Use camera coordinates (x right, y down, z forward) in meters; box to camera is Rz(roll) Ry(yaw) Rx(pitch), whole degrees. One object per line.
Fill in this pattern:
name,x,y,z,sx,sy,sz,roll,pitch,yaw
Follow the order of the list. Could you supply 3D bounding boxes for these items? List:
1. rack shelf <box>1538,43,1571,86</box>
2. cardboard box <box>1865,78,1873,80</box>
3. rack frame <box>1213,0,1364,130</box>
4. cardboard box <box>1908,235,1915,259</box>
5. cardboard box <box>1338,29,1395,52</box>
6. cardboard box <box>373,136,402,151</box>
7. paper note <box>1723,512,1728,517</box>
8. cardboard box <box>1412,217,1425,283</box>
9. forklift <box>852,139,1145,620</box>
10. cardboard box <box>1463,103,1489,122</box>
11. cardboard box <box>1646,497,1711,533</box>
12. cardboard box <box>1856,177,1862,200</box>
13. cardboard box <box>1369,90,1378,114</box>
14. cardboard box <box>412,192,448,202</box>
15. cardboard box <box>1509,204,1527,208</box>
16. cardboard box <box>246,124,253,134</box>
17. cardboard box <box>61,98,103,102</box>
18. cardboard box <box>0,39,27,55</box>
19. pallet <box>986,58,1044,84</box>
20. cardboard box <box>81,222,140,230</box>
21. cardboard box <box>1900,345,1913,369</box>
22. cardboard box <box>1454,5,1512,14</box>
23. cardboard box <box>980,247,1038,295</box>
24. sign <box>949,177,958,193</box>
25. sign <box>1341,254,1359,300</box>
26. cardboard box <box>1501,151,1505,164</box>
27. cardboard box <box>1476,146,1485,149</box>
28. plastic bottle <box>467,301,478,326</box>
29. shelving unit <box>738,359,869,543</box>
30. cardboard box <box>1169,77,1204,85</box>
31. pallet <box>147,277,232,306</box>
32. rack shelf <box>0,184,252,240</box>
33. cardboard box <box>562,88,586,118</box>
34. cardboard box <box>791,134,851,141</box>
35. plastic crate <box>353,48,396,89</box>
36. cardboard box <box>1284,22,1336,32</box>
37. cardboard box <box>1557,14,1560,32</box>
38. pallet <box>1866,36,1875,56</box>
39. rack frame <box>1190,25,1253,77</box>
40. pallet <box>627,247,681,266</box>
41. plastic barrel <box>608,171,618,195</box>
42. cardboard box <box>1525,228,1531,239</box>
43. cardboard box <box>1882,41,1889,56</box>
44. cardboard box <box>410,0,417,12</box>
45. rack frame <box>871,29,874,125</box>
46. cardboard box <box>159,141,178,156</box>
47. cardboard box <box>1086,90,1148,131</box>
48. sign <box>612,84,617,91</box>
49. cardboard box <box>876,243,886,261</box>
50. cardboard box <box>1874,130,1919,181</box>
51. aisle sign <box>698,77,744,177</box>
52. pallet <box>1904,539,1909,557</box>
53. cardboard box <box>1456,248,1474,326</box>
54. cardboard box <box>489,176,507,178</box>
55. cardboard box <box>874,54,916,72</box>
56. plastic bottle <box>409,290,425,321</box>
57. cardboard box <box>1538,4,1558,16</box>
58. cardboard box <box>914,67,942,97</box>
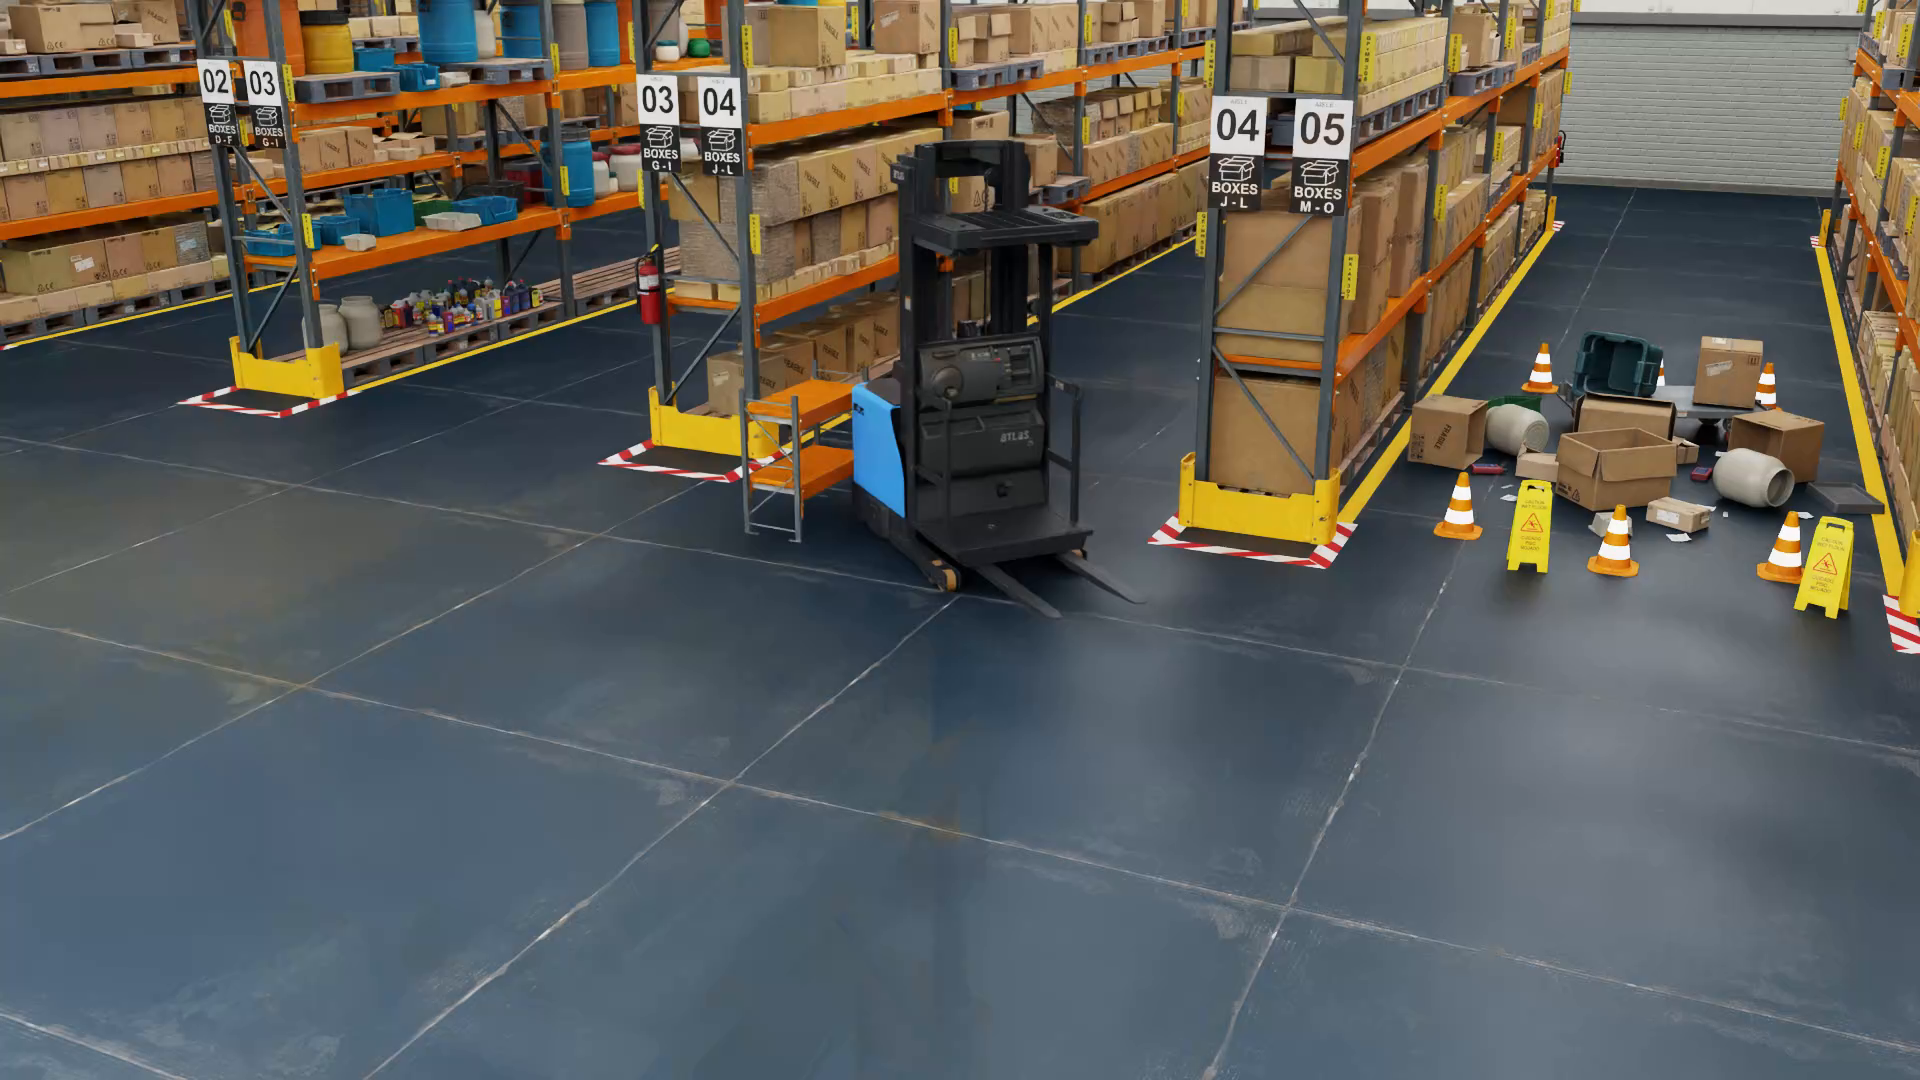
rack shelf,8.008,-6.863,23.886,1.077,0.370,4.000,9,21,23
cardboard box,12.944,-6.415,23.420,0.380,0.149,0.250,9,22,24
rack frame,2.275,-4.335,11.229,1.000,3.000,0.127,9,21,23
cardboard box,8.450,-2.641,14.198,0.500,0.500,0.500,8,21,22
cardboard box,3.014,-3.714,12.369,0.380,0.149,0.250,9,21,23
cardboard box,-8.512,-5.737,24.257,0.500,0.311,0.500,8,21,22
paper note,5.996,-0.202,13.021,0.032,0.001,0.123,9,21,23
cardboard box,3.773,-2.688,15.325,0.875,0.550,0.550,9,21,23
forklift,0.246,-1.183,11.421,1.130,2.935,3.031,-9,21,-24
cardboard box,7.135,-6.016,22.823,0.500,0.500,0.500,8,21,21
cardboard box,5.526,-0.195,12.794,0.250,0.149,0.380,-14,24,-33
cardboard box,11.115,-4.201,20.029,0.500,0.250,0.500,8,21,21
cardboard box,2.812,-3.187,12.077,0.380,0.149,0.250,9,21,23
cardboard box,-7.959,-4.999,24.687,0.500,0.311,0.500,9,22,24
cardboard box,8.045,-4.793,24.209,0.380,0.149,0.250,8,21,20
cardboard box,-11.846,-6.810,27.486,0.380,0.149,0.250,9,22,24
cardboard box,-13.163,-6.430,25.266,0.700,0.500,0.500,9,21,23
cardboard box,-10.602,-5.475,18.449,0.380,0.149,0.250,9,21,23
pallet,0.201,-5.259,18.584,1.213,0.211,1.003,9,21,23
cardboard box,-10.492,-3.654,20.625,0.500,0.500,0.500,9,21,23
cardboard box,7.876,-1.471,13.518,0.380,0.149,0.250,9,21,23
cardboard box,6.437,-6.382,20.681,0.797,0.503,0.637,8,21,22
cardboard box,0.596,-3.316,20.391,0.700,0.500,0.500,7,21,18
sign,-0.073,-3.779,17.325,0.100,0.325,0.005,9,21,23
sign,2.779,-1.876,11.856,0.100,0.325,0.005,9,21,23
cardboard box,6.565,-4.771,20.711,0.380,0.149,0.250,9,22,25
cardboard box,6.129,-4.585,19.746,0.380,0.149,0.250,8,21,22
plastic bottle,-5.436,-2.530,18.522,0.097,0.271,0.097,0,20,0
shelving unit,-1.172,-0.702,12.765,0.538,1.125,1.048,10,22,25
cardboard box,3.696,-7.271,27.099,0.500,0.500,0.500,8,21,21
pallet,-9.971,-3.252,21.298,1.003,0.211,1.213,9,21,23
rack shelf,-10.426,-3.853,19.899,1.077,0.370,4.000,9,21,23
cardboard box,-6.729,-7.380,27.967,0.700,0.500,0.500,2,20,4
cardboard box,-1.396,-3.693,16.290,0.500,0.500,0.500,9,21,23
plastic crate,-6.221,-4.930,17.401,0.392,0.384,0.575,9,21,23
cardboard box,2.831,-4.117,13.501,0.380,0.149,0.250,8,21,22
cardboard box,8.233,-7.337,23.623,0.500,0.250,0.500,8,21,20
pallet,12.592,-6.520,21.982,1.003,0.211,1.213,9,21,23
rack frame,4.343,-7.111,27.988,1.000,3.000,0.127,9,21,23
pallet,-3.804,-3.800,22.838,1.003,0.211,1.213,9,21,23
plastic barrel,-4.407,-4.441,20.685,0.301,0.262,0.301,0,20,0
cardboard box,8.125,-4.501,24.276,0.380,0.149,0.250,8,21,21
cardboard box,10.909,-5.691,19.239,0.380,0.166,0.250,7,21,19
cardboard box,-7.784,-8.090,24.622,0.500,0.500,0.500,9,21,23
rack frame,-1.813,-6.568,26.460,1.000,3.000,0.127,9,21,23
cardboard box,-9.837,-4.807,20.392,0.380,0.149,0.250,9,21,23
cardboard box,2.160,-6.003,23.227,0.797,0.503,0.637,9,21,23
sign,-5.823,-7.719,27.970,0.100,0.325,0.005,9,21,23
cardboard box,-0.948,-2.843,16.361,0.380,0.149,0.250,9,21,23
cardboard box,10.284,-4.176,18.093,0.500,0.500,0.500,9,21,24
aisle sign,-1.960,-3.385,13.630,0.394,0.787,0.004,9,21,23
pallet,7.228,0.187,11.628,1.003,0.211,1.213,9,21,23
cardboard box,5.219,-2.918,18.928,1.050,0.750,0.750,8,21,22
cardboard box,-7.379,-5.693,27.074,0.500,0.500,0.500,8,21,21
cardboard box,-0.657,-4.677,16.294,0.380,0.149,0.250,7,21,20
plastic bottle,-6.126,-2.647,18.733,0.144,0.351,0.185,10,22,25
cardboard box,8.111,-7.394,23.189,0.380,0.149,0.250,10,22,25
cardboard box,-0.519,-4.610,16.703,0.500,0.250,0.500,9,22,25
